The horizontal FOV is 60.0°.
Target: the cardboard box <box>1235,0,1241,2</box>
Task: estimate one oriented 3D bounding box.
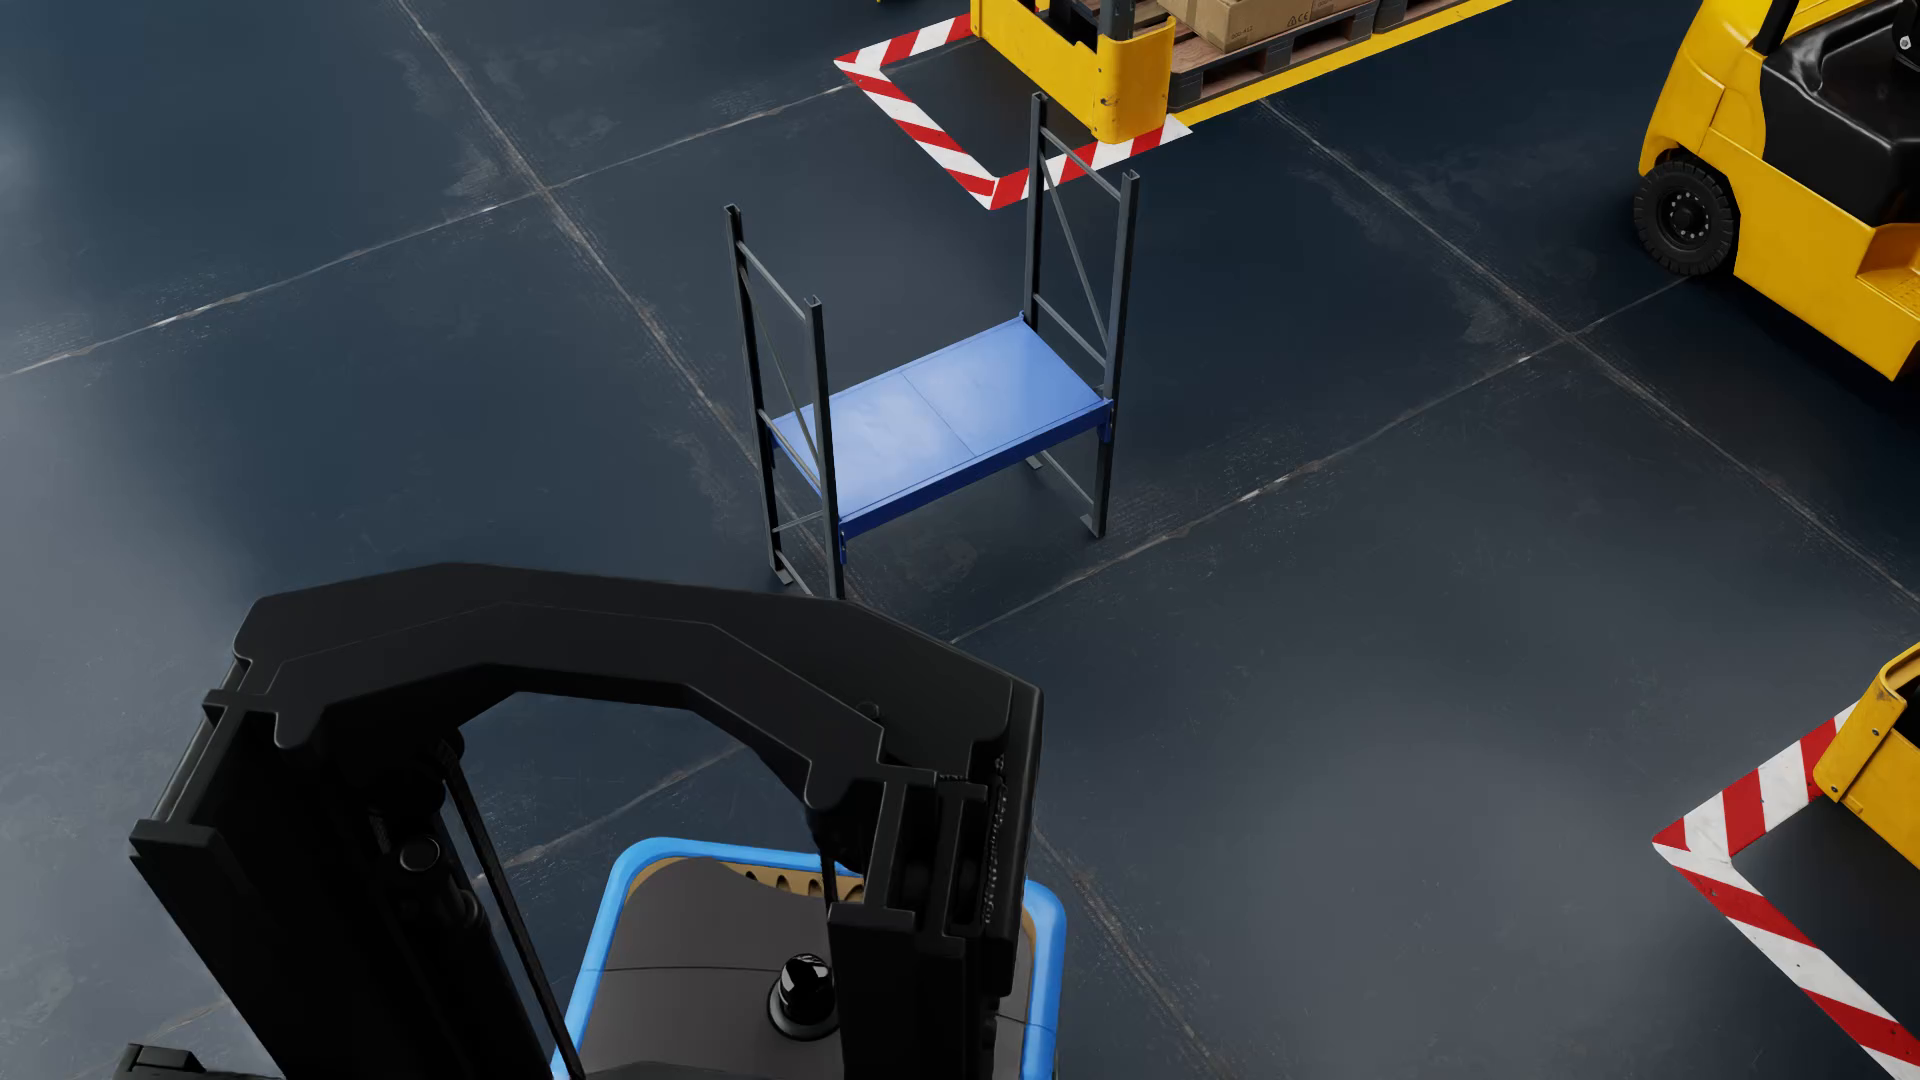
[{"bbox_3d":[1.267,-2.753,7.251,0.500,0.500,0.500,-27,54,-22],"label":"cardboard box"}]

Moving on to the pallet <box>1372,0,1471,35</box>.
[{"bbox_3d":[2.219,-3.009,8.289,1.213,0.211,1.003,-25,53,-21],"label":"pallet"}]

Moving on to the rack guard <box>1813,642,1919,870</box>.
[{"bbox_3d":[3.049,0.853,4.656,0.348,0.500,1.175,-25,53,-21],"label":"rack guard"}]

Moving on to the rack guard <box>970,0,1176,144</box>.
[{"bbox_3d":[0.482,-2.321,7.482,0.348,0.500,1.175,-25,53,-21],"label":"rack guard"}]

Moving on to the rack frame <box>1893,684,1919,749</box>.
[{"bbox_3d":[3.070,0.012,3.731,0.127,3.000,1.000,-25,53,-21],"label":"rack frame"}]

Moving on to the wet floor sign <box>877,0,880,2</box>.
[{"bbox_3d":[-0.314,-2.939,7.935,0.232,0.644,0.267,-9,49,-8],"label":"wet floor sign"}]

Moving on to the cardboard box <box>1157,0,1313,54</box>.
[{"bbox_3d":[1.248,-2.494,7.522,0.500,0.250,0.500,-26,53,-21],"label":"cardboard box"}]

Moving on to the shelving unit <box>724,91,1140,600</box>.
[{"bbox_3d":[-0.072,-0.465,5.160,1.048,1.500,0.538,-25,53,-21],"label":"shelving unit"}]

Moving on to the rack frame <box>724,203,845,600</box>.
[{"bbox_3d":[-0.502,-0.262,4.979,0.032,1.500,0.500,-25,53,-21],"label":"rack frame"}]

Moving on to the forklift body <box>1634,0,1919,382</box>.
[{"bbox_3d":[3.700,-1.614,5.747,1.214,2.155,2.313,-25,53,-21],"label":"forklift body"}]

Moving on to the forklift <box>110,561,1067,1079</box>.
[{"bbox_3d":[-0.459,1.539,2.417,1.130,2.935,3.031,6,49,5],"label":"forklift"}]

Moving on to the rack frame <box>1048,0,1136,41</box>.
[{"bbox_3d":[0.418,-3.122,6.522,0.127,3.000,1.000,-25,53,-21],"label":"rack frame"}]

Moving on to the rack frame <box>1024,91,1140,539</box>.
[{"bbox_3d":[0.358,-0.667,5.340,0.032,1.500,0.500,-25,53,-21],"label":"rack frame"}]

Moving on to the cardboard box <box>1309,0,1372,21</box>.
[{"bbox_3d":[1.683,-2.692,7.699,0.500,0.250,0.500,-23,52,-20],"label":"cardboard box"}]

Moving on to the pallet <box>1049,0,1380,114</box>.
[{"bbox_3d":[1.188,-2.526,7.858,1.213,0.211,1.003,-25,53,-21],"label":"pallet"}]

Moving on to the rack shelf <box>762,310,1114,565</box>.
[{"bbox_3d":[-0.072,-0.345,5.294,1.000,0.185,0.538,-25,53,-21],"label":"rack shelf"}]
